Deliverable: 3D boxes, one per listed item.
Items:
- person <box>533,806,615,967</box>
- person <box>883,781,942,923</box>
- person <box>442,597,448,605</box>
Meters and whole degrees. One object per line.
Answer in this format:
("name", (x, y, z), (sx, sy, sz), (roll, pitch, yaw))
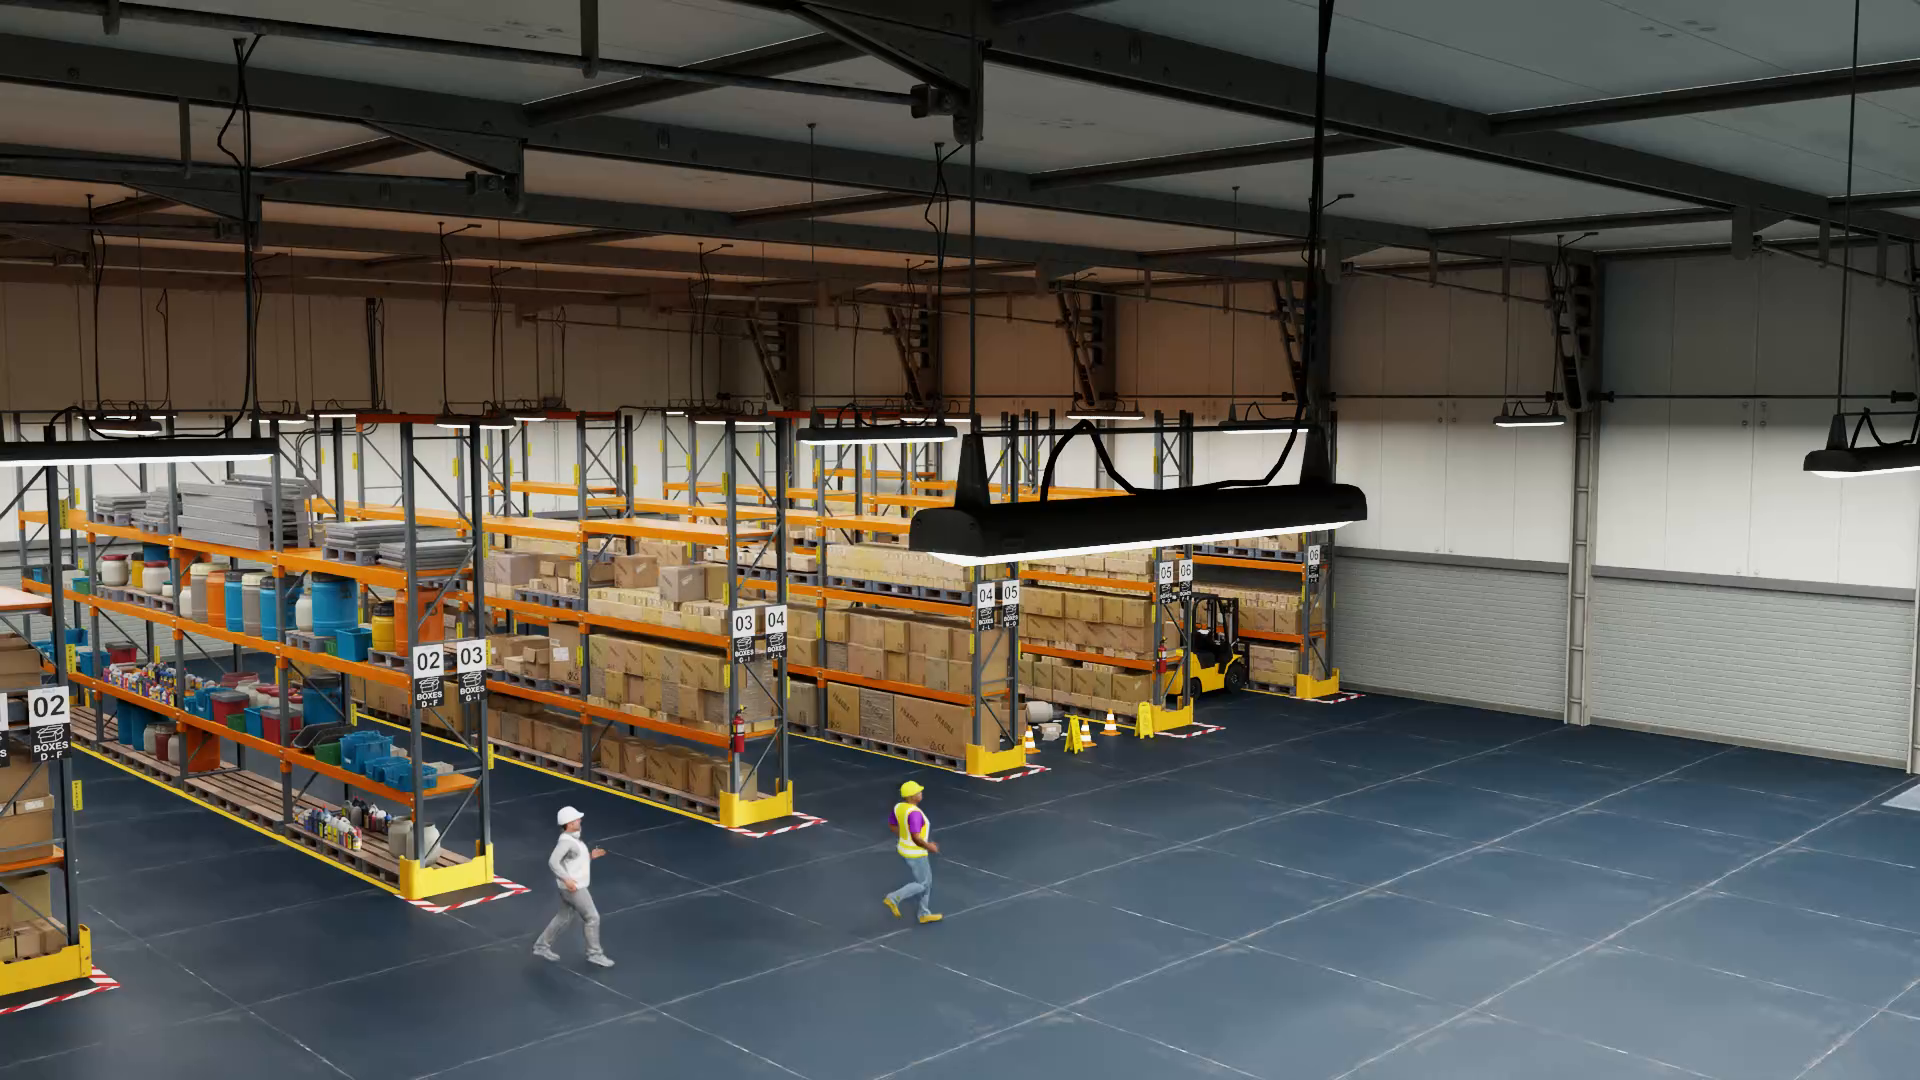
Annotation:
("person", (-4.283, 3.838, 18.370), (0.868, 1.809, 0.641), (-2, 5, -18))
("person", (-0.580, 3.737, 19.863), (0.782, 1.735, 0.718), (-2, 5, -25))
("person", (-12.357, 2.126, 38.945), (0.833, 1.639, 0.911), (2, 6, 26))
